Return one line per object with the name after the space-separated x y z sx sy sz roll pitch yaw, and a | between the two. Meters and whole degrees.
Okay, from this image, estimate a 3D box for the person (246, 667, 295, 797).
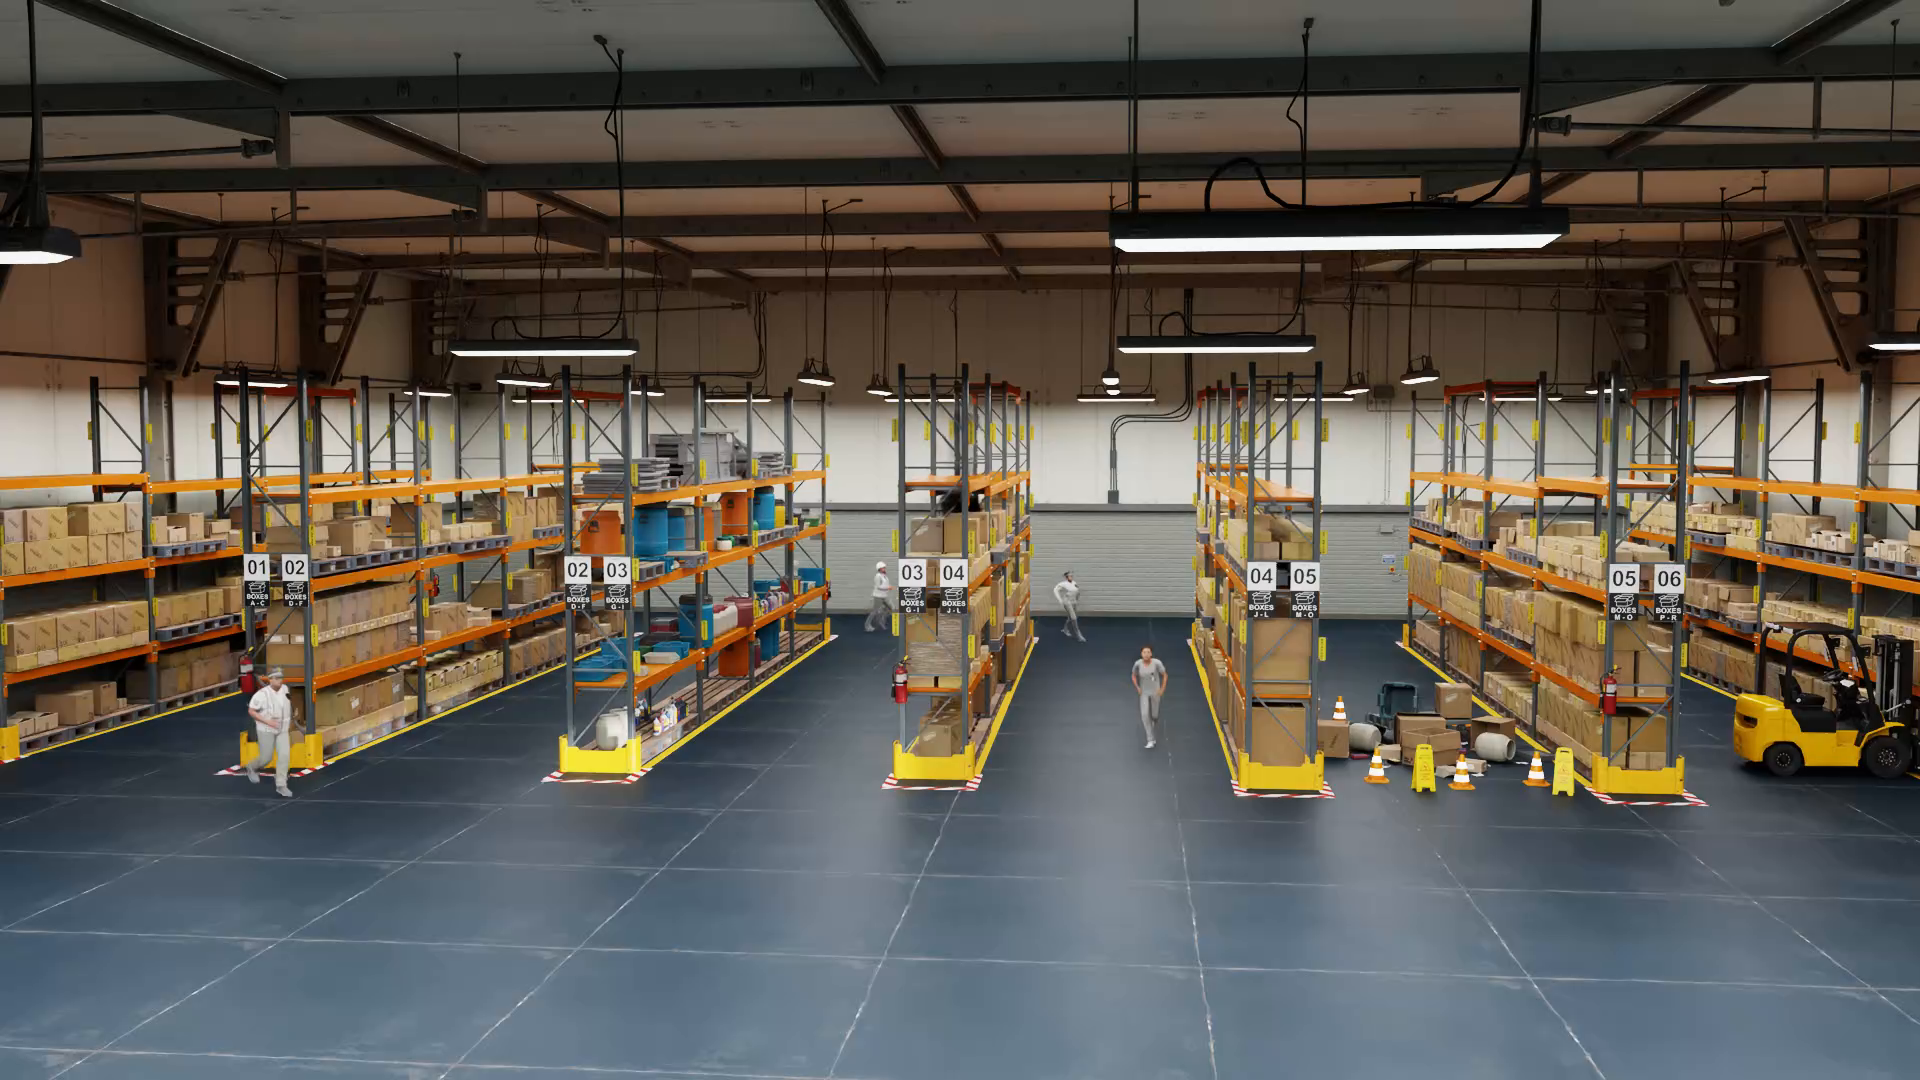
-9.591 2.649 23.159 0.950 1.773 0.686 2 4 32 | person

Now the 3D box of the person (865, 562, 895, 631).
-1.979 1.421 41.973 0.845 1.746 0.668 2 4 26 | person

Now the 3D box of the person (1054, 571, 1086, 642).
2.633 1.578 40.150 0.637 1.694 0.907 -3 5 -37 | person

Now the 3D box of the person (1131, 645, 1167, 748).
3.053 2.490 26.843 0.574 1.650 0.827 1 4 10 | person
